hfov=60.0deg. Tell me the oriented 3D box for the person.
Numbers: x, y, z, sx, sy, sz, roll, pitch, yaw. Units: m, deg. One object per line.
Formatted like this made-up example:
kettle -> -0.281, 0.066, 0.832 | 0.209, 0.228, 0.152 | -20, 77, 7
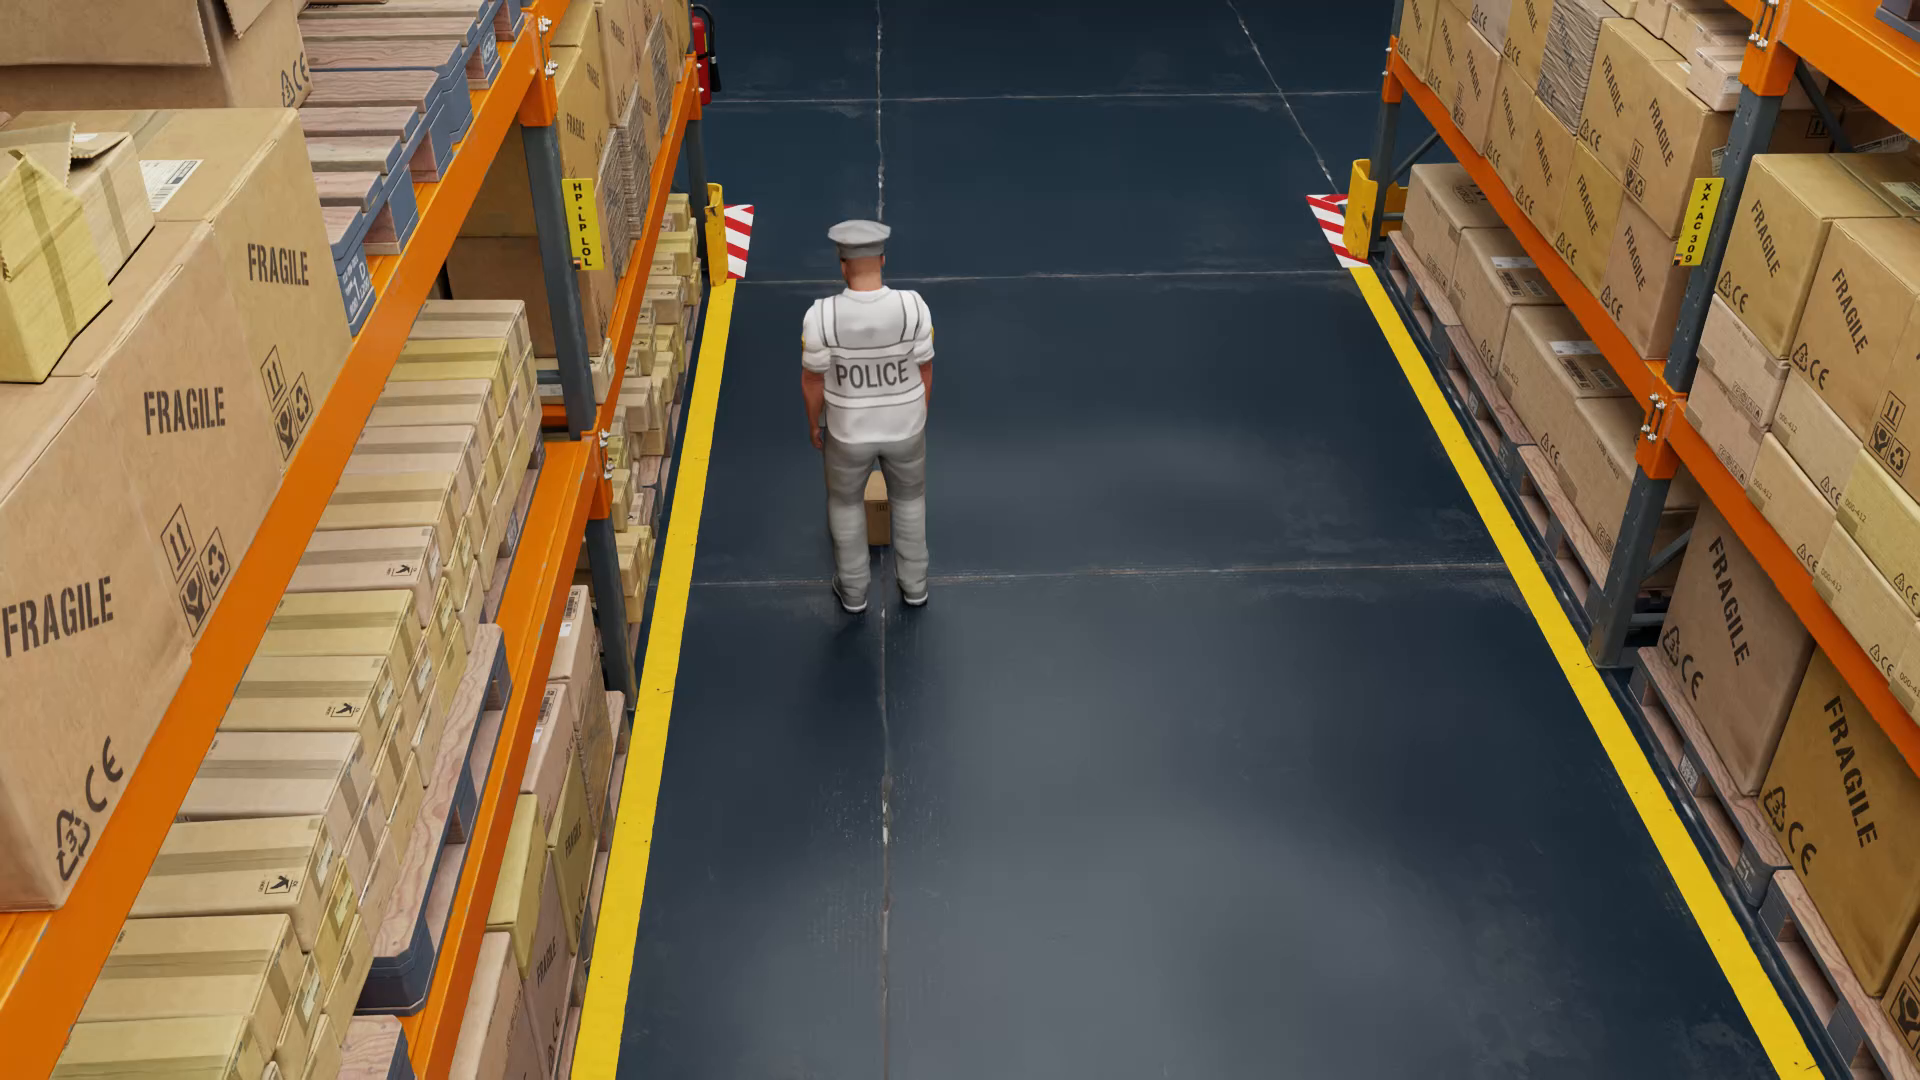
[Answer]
person -> -0.375, -0.473, 6.834 | 0.532, 1.737, 0.390 | -6, 35, -8
